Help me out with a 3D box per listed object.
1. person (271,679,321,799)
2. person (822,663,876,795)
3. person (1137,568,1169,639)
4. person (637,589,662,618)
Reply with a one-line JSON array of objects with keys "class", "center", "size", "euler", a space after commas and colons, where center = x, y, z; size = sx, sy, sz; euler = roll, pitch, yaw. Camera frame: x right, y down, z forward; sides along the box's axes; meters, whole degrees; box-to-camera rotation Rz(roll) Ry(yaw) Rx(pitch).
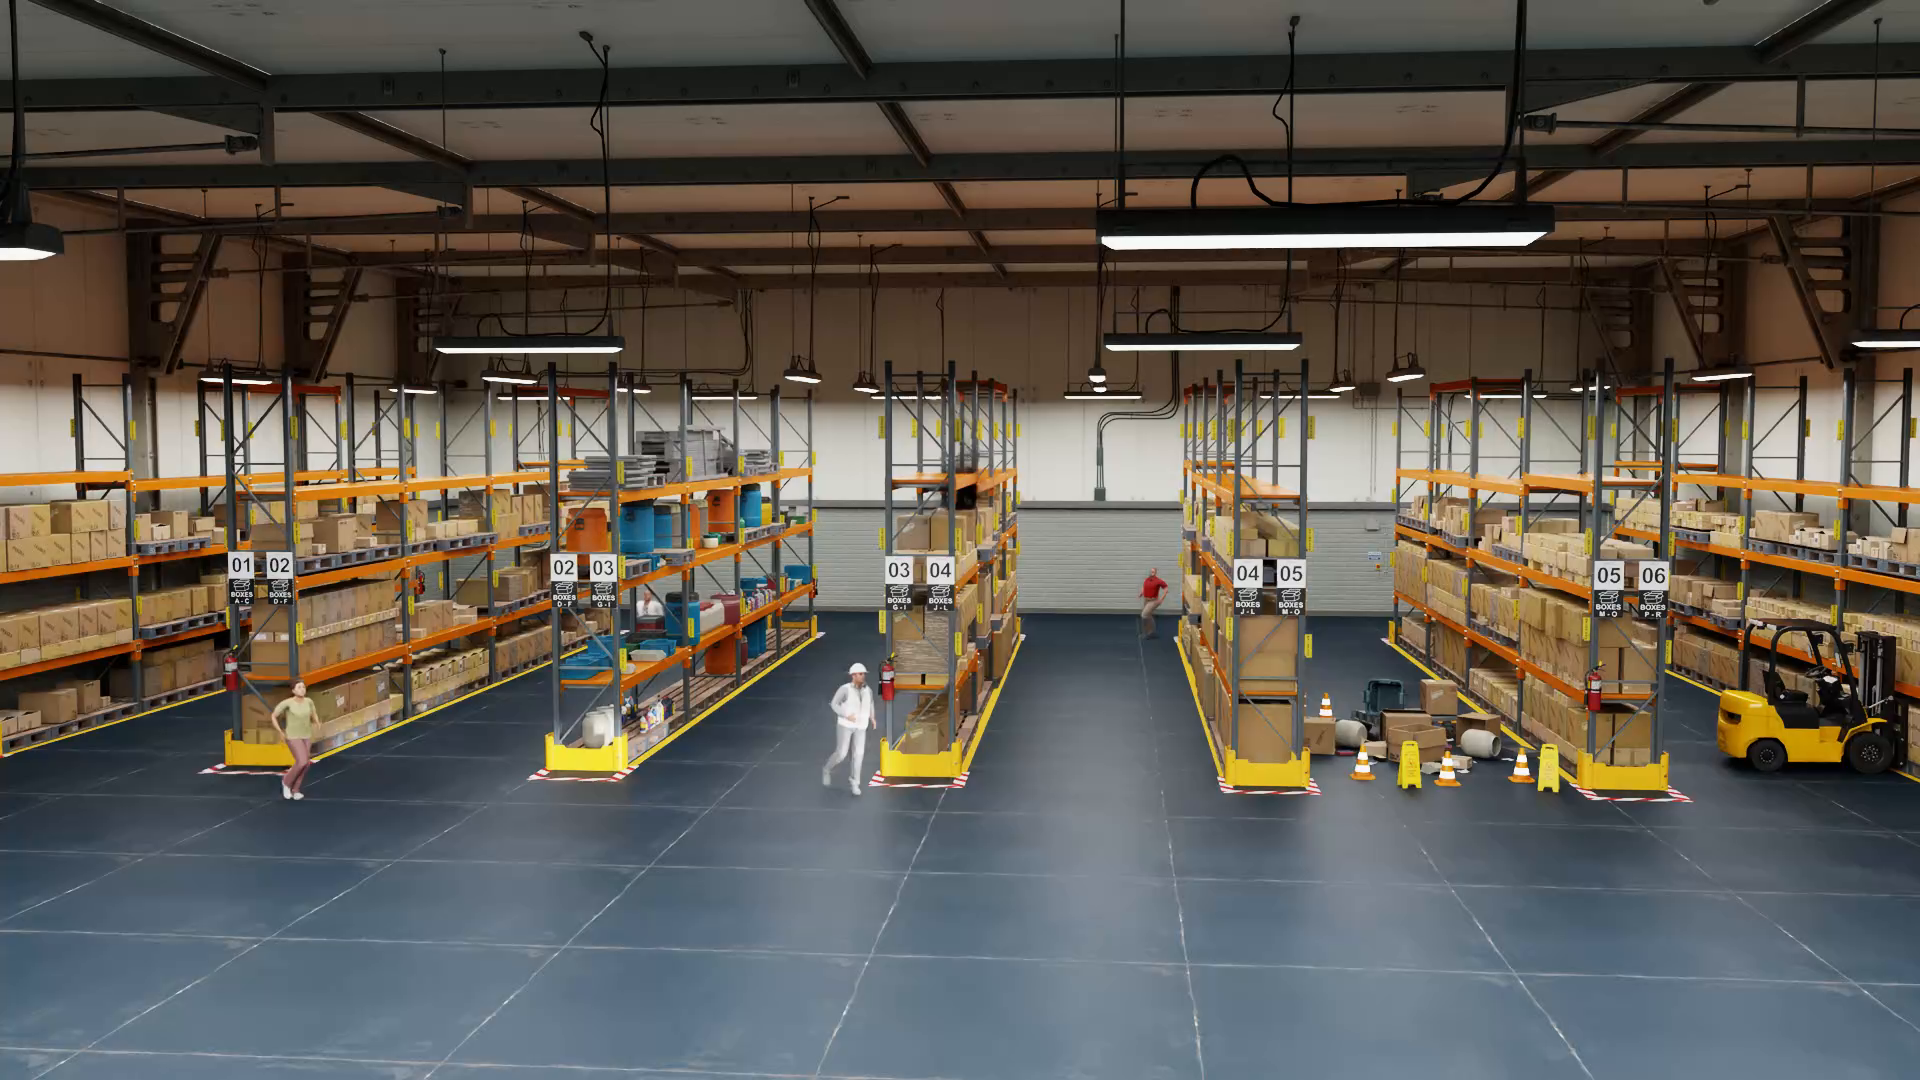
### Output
[{"class": "person", "center": [-8.930, 2.698, 22.508], "size": [0.573, 1.640, 0.584], "euler": [2, 4, 33]}, {"class": "person", "center": [-1.461, 2.594, 23.127], "size": [0.728, 1.760, 0.880], "euler": [-2, 4, -31]}, {"class": "person", "center": [4.630, 1.538, 40.089], "size": [0.701, 1.760, 0.742], "euler": [-2, 4, -32]}, {"class": "person", "center": [-6.415, 1.893, 33.974], "size": [0.680, 1.777, 0.745], "euler": [0, 4, -1]}]
